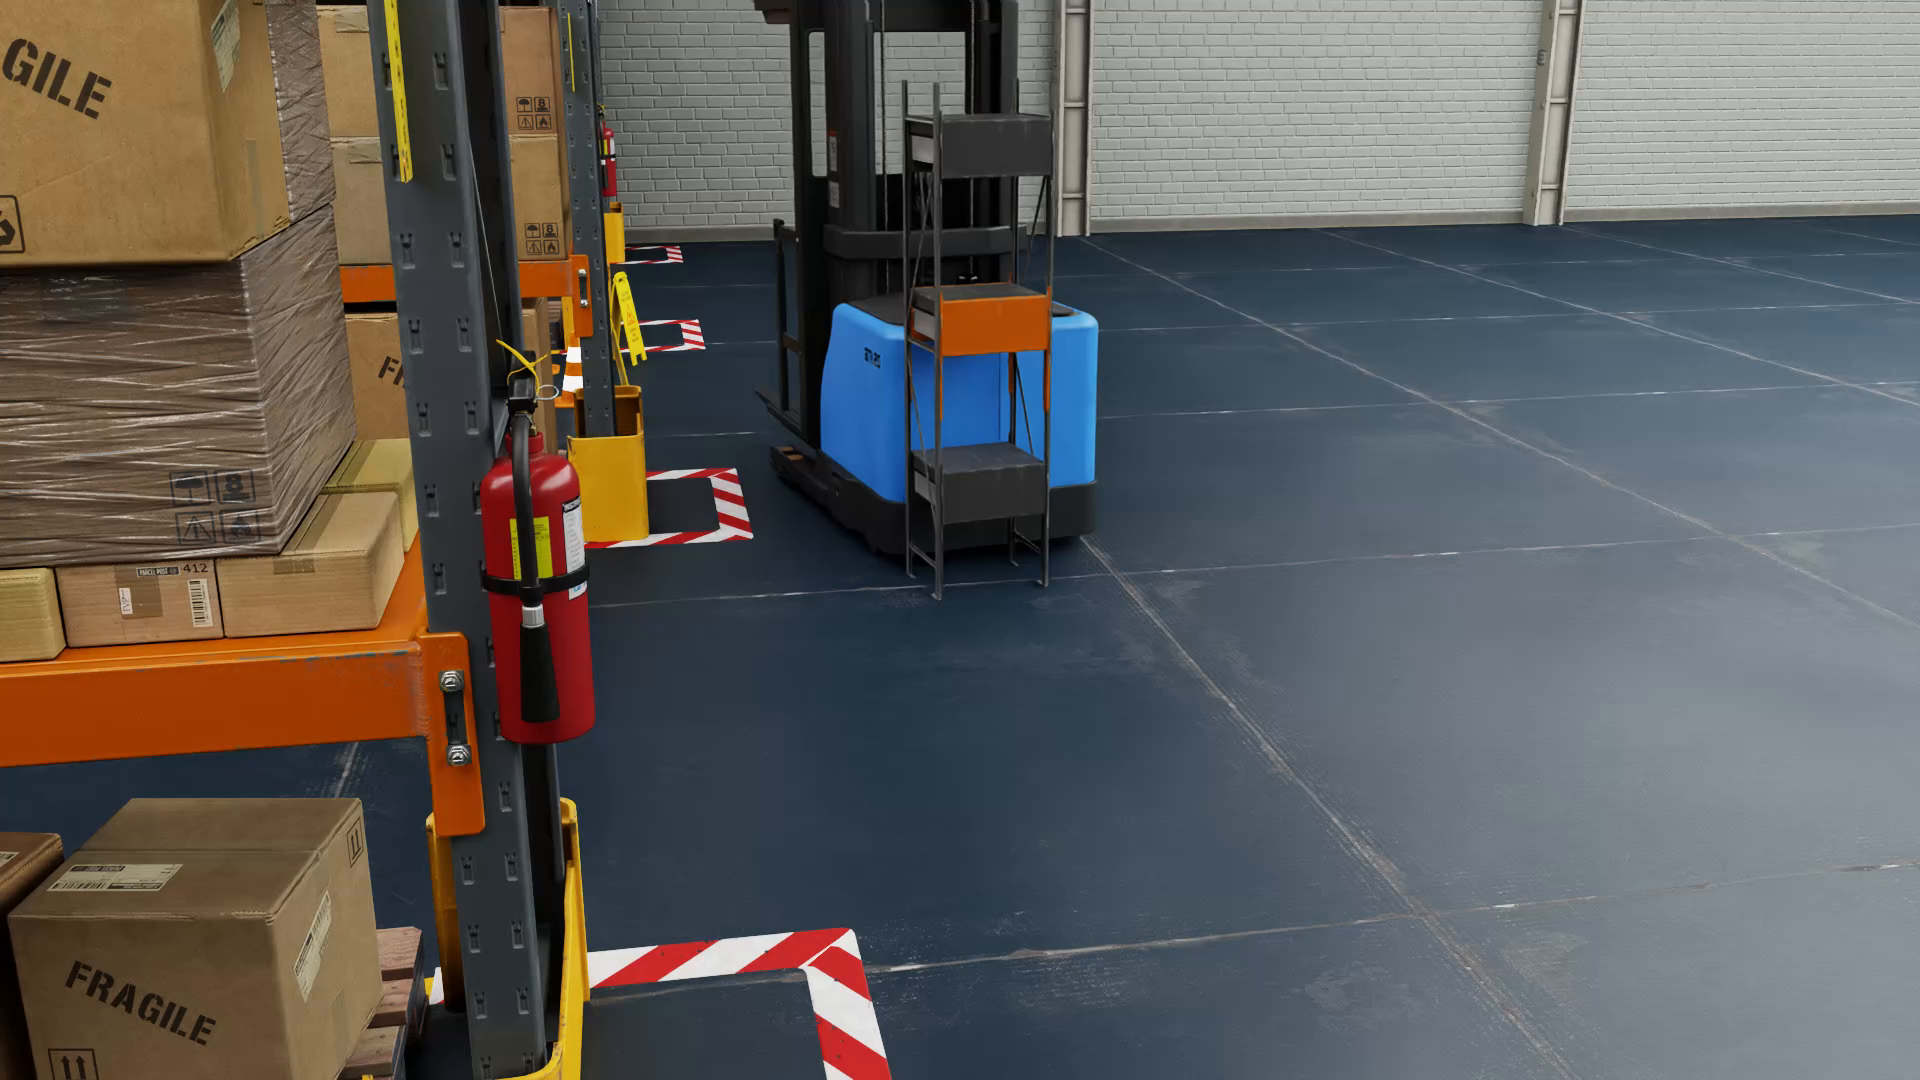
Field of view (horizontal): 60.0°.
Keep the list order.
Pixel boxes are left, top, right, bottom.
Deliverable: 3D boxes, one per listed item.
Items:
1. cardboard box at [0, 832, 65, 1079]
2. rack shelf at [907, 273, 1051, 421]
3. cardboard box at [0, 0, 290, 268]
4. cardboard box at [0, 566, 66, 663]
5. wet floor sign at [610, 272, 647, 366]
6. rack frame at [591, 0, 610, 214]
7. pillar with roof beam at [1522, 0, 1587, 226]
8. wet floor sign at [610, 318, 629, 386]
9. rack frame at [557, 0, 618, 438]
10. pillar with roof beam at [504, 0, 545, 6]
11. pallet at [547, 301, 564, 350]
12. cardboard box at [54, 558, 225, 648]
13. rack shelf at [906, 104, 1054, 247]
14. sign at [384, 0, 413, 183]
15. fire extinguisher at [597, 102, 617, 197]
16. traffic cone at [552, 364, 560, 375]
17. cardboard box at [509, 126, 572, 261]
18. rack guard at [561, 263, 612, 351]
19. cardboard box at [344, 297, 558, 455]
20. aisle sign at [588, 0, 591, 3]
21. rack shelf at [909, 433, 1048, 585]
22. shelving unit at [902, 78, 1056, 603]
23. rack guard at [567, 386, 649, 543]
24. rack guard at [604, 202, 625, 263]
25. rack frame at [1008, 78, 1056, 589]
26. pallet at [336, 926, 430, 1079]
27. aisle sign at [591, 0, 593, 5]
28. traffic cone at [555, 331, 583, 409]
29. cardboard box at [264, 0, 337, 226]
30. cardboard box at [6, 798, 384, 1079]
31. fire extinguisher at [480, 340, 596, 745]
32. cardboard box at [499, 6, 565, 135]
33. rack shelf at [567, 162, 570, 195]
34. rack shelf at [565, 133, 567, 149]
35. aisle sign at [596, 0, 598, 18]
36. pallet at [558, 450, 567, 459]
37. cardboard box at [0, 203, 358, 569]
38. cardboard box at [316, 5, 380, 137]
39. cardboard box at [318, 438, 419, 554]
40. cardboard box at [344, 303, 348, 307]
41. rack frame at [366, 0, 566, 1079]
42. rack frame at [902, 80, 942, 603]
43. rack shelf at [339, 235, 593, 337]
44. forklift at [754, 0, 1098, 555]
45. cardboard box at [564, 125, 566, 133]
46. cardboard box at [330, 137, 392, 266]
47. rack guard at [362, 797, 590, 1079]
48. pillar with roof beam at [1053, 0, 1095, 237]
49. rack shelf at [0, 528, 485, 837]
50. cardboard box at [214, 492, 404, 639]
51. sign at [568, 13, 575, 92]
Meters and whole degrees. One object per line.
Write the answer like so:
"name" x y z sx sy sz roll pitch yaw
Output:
"cardboard box" -2.121 0.910 3.283 0.500 0.500 0.500 1 17 4
"rack shelf" 0.071 -0.810 6.921 0.480 0.518 0.431 -7 18 -20
"cardboard box" -1.417 -0.724 2.679 0.500 0.500 0.500 -3 17 -10
"cardboard box" -1.646 0.080 2.869 0.250 0.149 0.380 -3 17 -10
"wet floor sign" -2.414 -1.591 11.893 0.232 0.644 0.267 3 17 9
"rack frame" -3.749 -4.445 17.175 0.127 3.000 1.000 -3 17 -10
"pillar with roof beam" 7.995 -6.961 15.150 0.400 9.000 9.100 -3 17 -10
"wet floor sign" -2.113 -1.040 10.099 0.232 0.644 0.267 -6 18 -20
"rack frame" -1.766 -1.593 7.890 0.127 3.000 1.000 -3 17 -10
"pillar with roof beam" -3.787 -6.293 12.974 0.400 9.000 9.100 -3 17 -10
"pallet" -3.683 -1.642 12.799 1.213 0.211 1.003 -3 17 -10
"cardboard box" -1.410 0.052 2.963 0.250 0.149 0.380 -3 17 -10
"rack shelf" 0.071 -1.480 6.715 0.480 0.518 0.431 -7 18 -20
"sign" -0.838 -0.701 2.475 0.005 0.325 0.100 -3 17 -10
"fire extinguisher" -2.604 -2.851 12.117 0.183 0.674 0.296 -3 17 -10
"traffic cone" -2.981 -1.406 11.601 0.334 0.463 0.336 -3 17 -10
"cardboard box" -2.121 -1.631 7.758 0.550 0.550 0.875 -3 17 -10
"rack guard" -2.878 -1.815 12.870 0.348 0.500 1.175 -3 17 -10
"cardboard box" -2.419 -0.721 7.955 0.875 0.875 0.875 -3 17 -10
"aisle sign" -1.639 -2.753 7.239 0.004 0.787 0.394 -3 17 -10
"rack shelf" 0.071 -0.141 7.126 0.480 0.518 0.431 -7 18 -20
"shelving unit" 0.071 -0.824 6.917 0.503 2.100 0.431 -7 18 -20
"rack guard" -1.742 -0.399 8.261 0.348 0.500 1.175 -3 17 -10
"rack guard" -3.726 -3.252 17.547 0.348 0.500 1.175 -3 17 -10
"rack frame" 0.298 -0.850 7.002 0.015 2.100 0.400 -7 18 -20
"pallet" -1.803 1.215 3.497 1.213 0.211 1.003 -3 17 -10
"aisle sign" -1.753 -2.926 7.802 0.004 0.787 0.394 -3 17 -10
"traffic cone" -2.437 -1.105 10.621 0.334 0.463 0.336 -3 17 -10
"cardboard box" -1.516 -0.873 3.167 0.500 0.500 0.500 -3 17 -10
"cardboard box" -1.540 0.867 3.424 0.500 0.500 0.500 0 17 0
"fire extinguisher" -0.724 0.006 2.816 0.183 0.674 0.296 -3 17 -10
"cardboard box" -2.137 -2.171 7.678 0.550 0.550 0.875 -3 17 -10
"rack shelf" -4.768 -2.559 12.260 4.000 0.370 1.077 -3 17 -10
"rack shelf" -5.713 -3.990 16.918 4.000 0.370 1.077 -3 17 -10
"aisle sign" -3.629 -5.607 16.530 0.004 0.787 0.394 -3 17 -10
"pallet" -2.536 -0.193 8.081 1.213 0.211 1.003 -3 17 -10
"cardboard box" -1.469 -0.325 3.084 0.500 0.500 0.875 -3 17 -10
"cardboard box" -2.660 -2.114 7.492 0.550 0.550 0.875 -3 17 -10
"cardboard box" -1.249 -0.090 3.425 0.250 0.149 0.380 -3 17 -10
"cardboard box" -3.282 -0.672 7.793 0.875 0.875 0.875 -4 17 -11
"rack frame" -0.924 -0.158 3.216 0.127 3.000 1.000 -3 17 -10
"rack frame" -0.157 -0.797 6.832 0.015 2.100 0.400 -7 18 -20
"rack shelf" -3.729 -1.138 7.633 4.000 0.370 1.077 -3 17 -10
"forklift" -0.373 -1.725 8.436 1.130 2.935 3.031 -7 18 -20
"cardboard box" -4.182 -4.390 16.825 0.500 0.500 0.500 -4 17 -12
"cardboard box" -2.657 -1.594 7.638 0.550 0.550 0.875 -3 17 -10
"rack guard" -0.998 1.042 3.569 0.348 0.500 1.175 -3 17 -10
"pillar with roof beam" 2.104 -6.627 14.062 0.400 9.000 9.100 -3 17 -10
"rack shelf" -2.888 0.298 2.959 4.000 0.370 1.077 -3 17 -10
"cardboard box" -1.165 0.038 3.007 0.250 0.149 0.380 -3 17 -10
"sign" -1.676 -2.103 7.173 0.005 0.325 0.100 -3 17 -10
